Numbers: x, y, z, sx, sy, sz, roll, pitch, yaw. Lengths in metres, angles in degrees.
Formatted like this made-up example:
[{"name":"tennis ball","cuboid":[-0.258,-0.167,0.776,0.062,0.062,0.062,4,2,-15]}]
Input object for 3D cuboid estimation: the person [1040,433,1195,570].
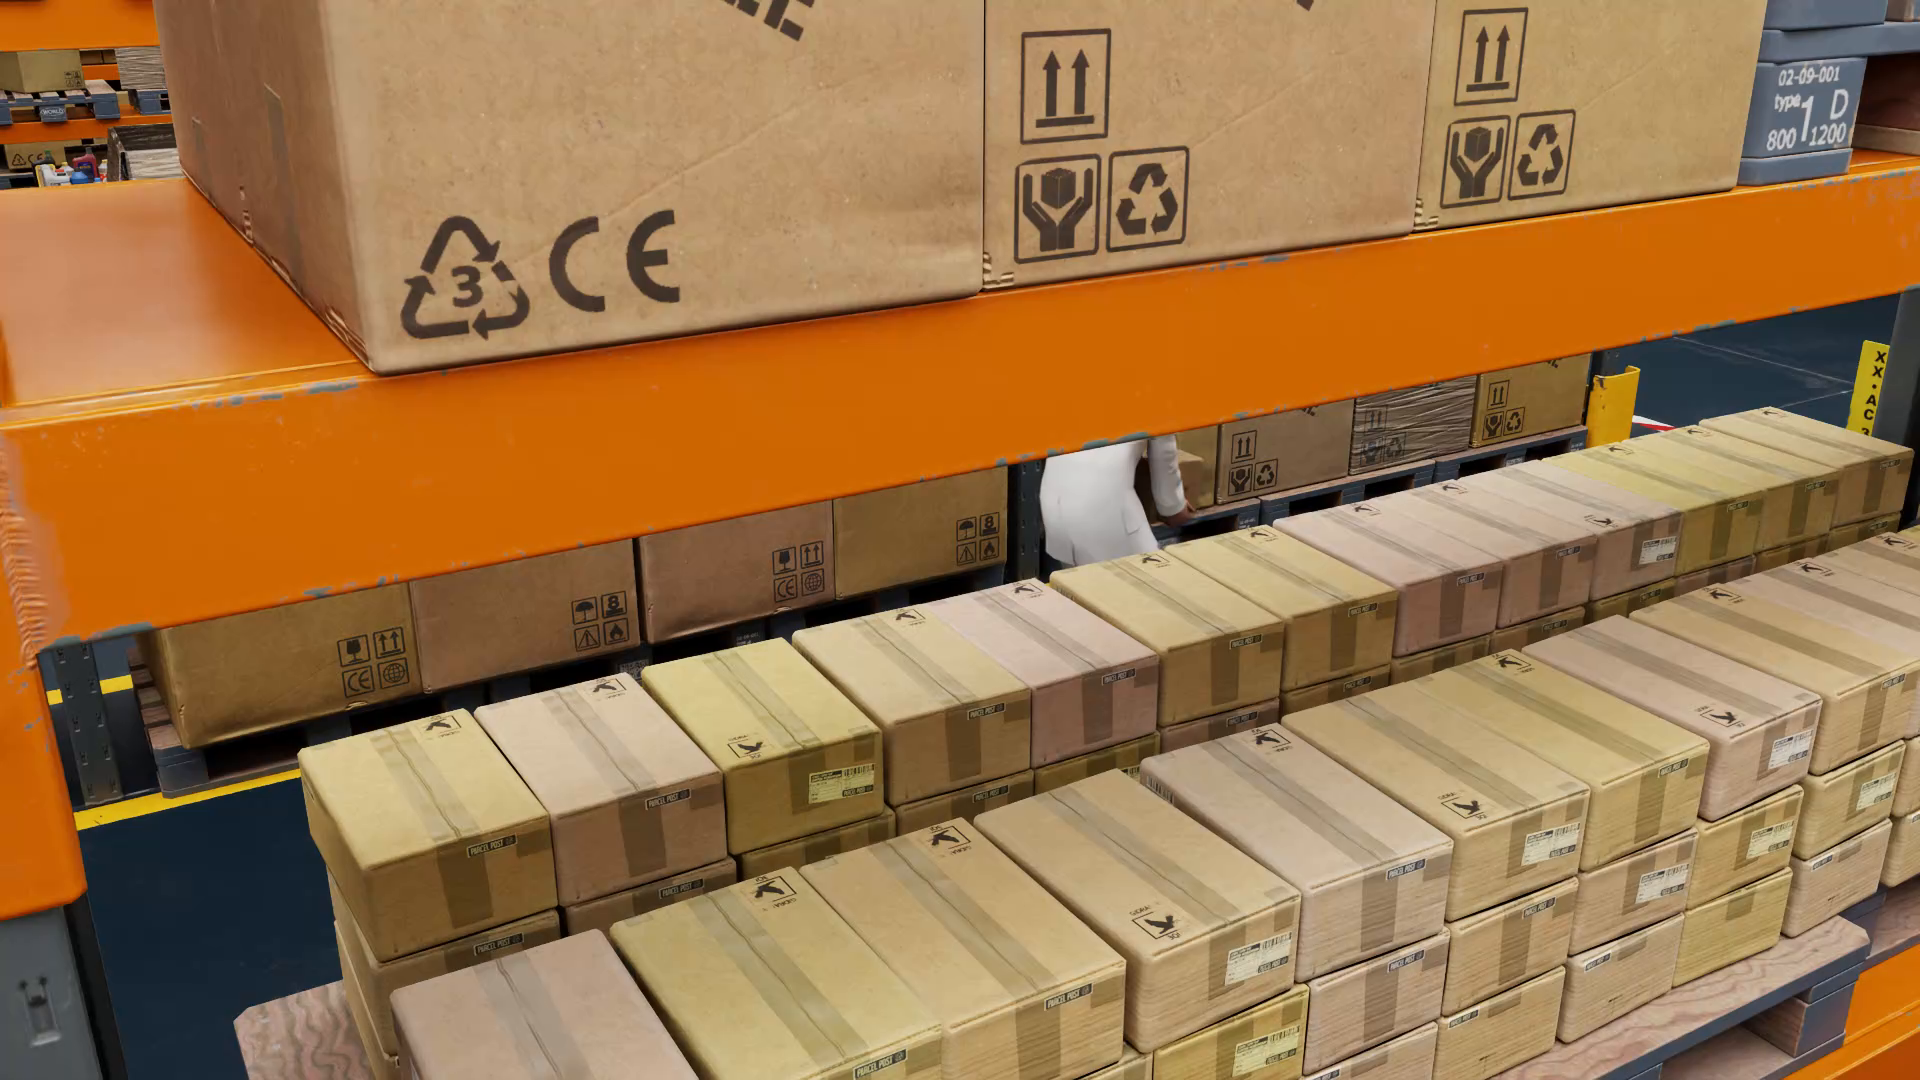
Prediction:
[{"name":"person","cuboid":[0.618,-0.155,6.590,0.622,1.720,0.537,-16,26,-34]}]
